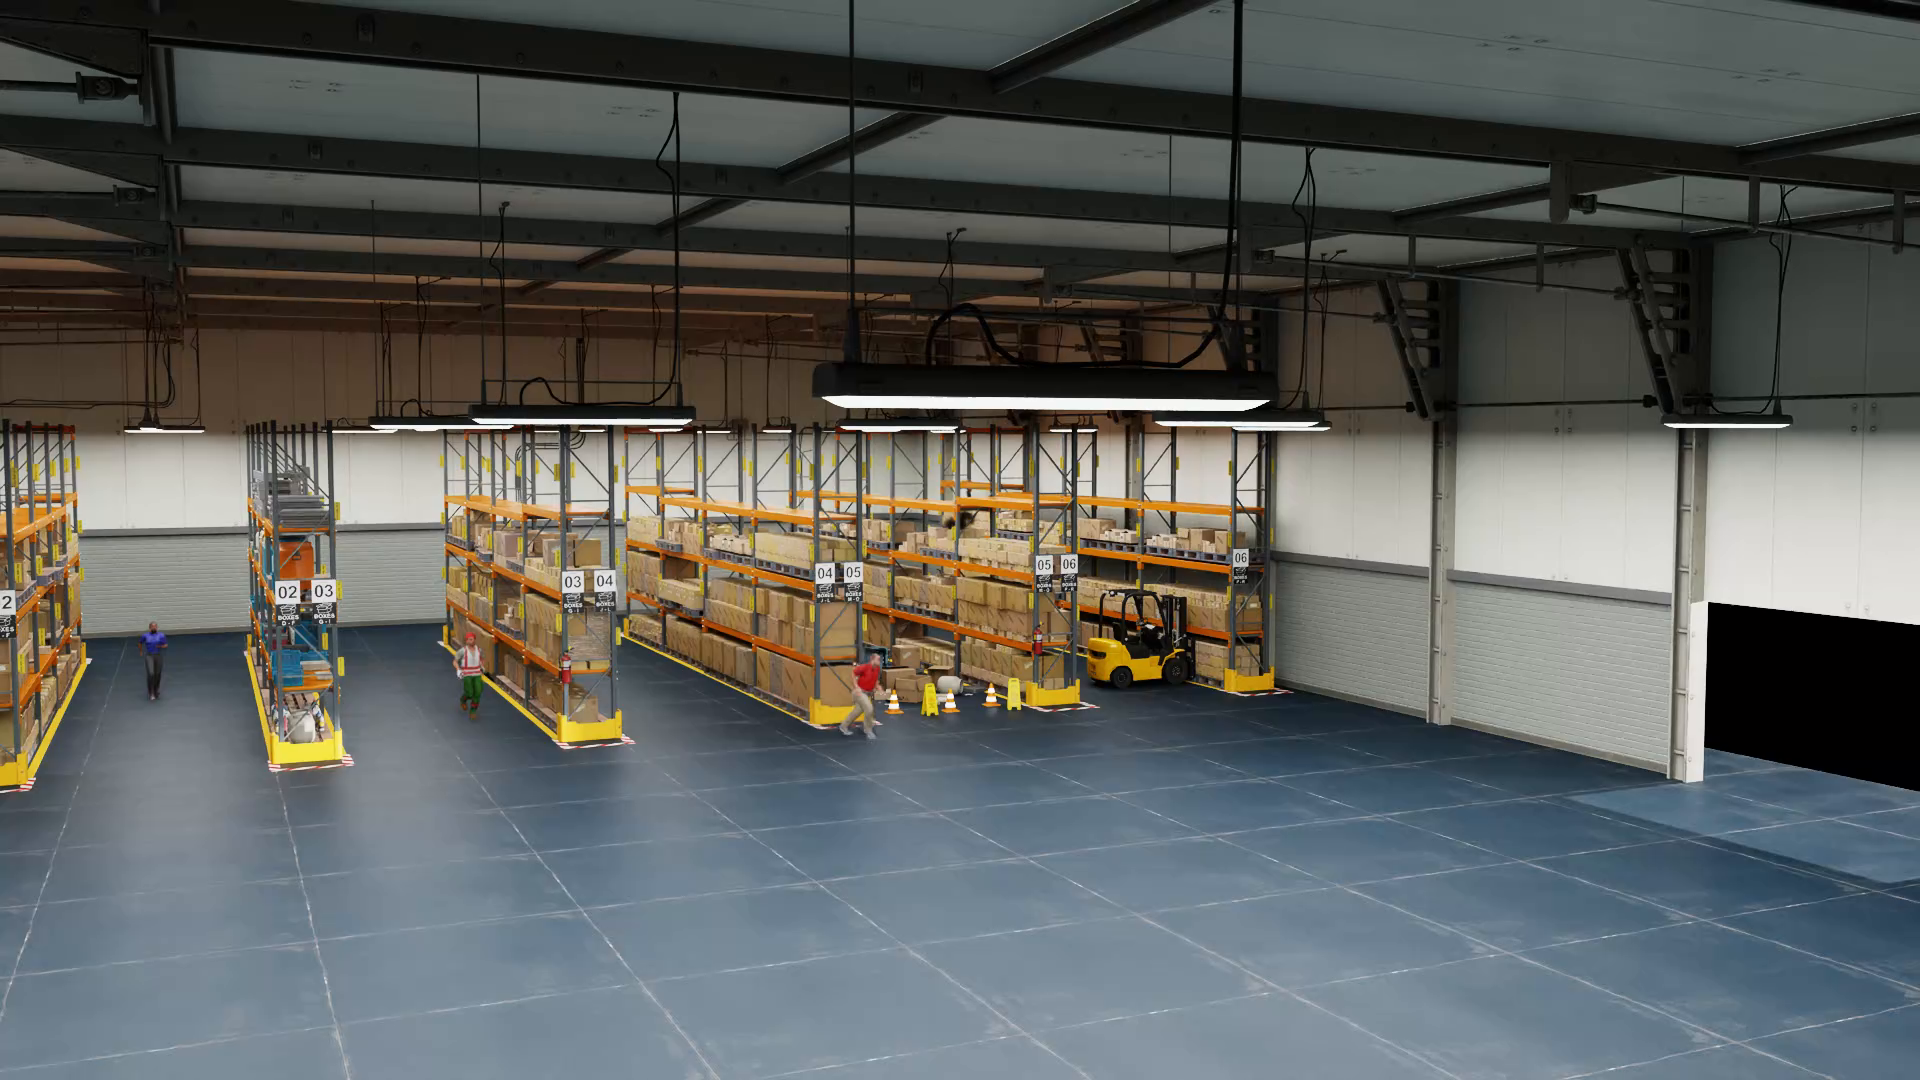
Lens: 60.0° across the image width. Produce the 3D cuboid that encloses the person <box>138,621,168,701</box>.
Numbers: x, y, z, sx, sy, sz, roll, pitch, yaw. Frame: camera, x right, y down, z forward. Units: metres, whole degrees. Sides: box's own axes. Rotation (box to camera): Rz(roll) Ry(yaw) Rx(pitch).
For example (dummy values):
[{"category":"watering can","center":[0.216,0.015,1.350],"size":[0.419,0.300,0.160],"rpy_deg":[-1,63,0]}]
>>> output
[{"category":"person","center":[-17.596,2.637,36.293],"size":[0.546,1.707,0.772],"rpy_deg":[-3,4,-35]}]

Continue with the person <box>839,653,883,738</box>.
[{"category":"person","center":[-1.895,2.962,31.682],"size":[0.928,1.665,0.652],"rpy_deg":[2,4,31]}]

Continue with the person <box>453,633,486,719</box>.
[{"category":"person","center":[-9.920,2.750,33.757],"size":[0.657,1.743,0.605],"rpy_deg":[-3,4,-35]}]

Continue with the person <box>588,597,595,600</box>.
[{"category":"person","center":[-10.547,1.874,48.129],"size":[0.668,1.651,0.854],"rpy_deg":[3,5,42]}]
